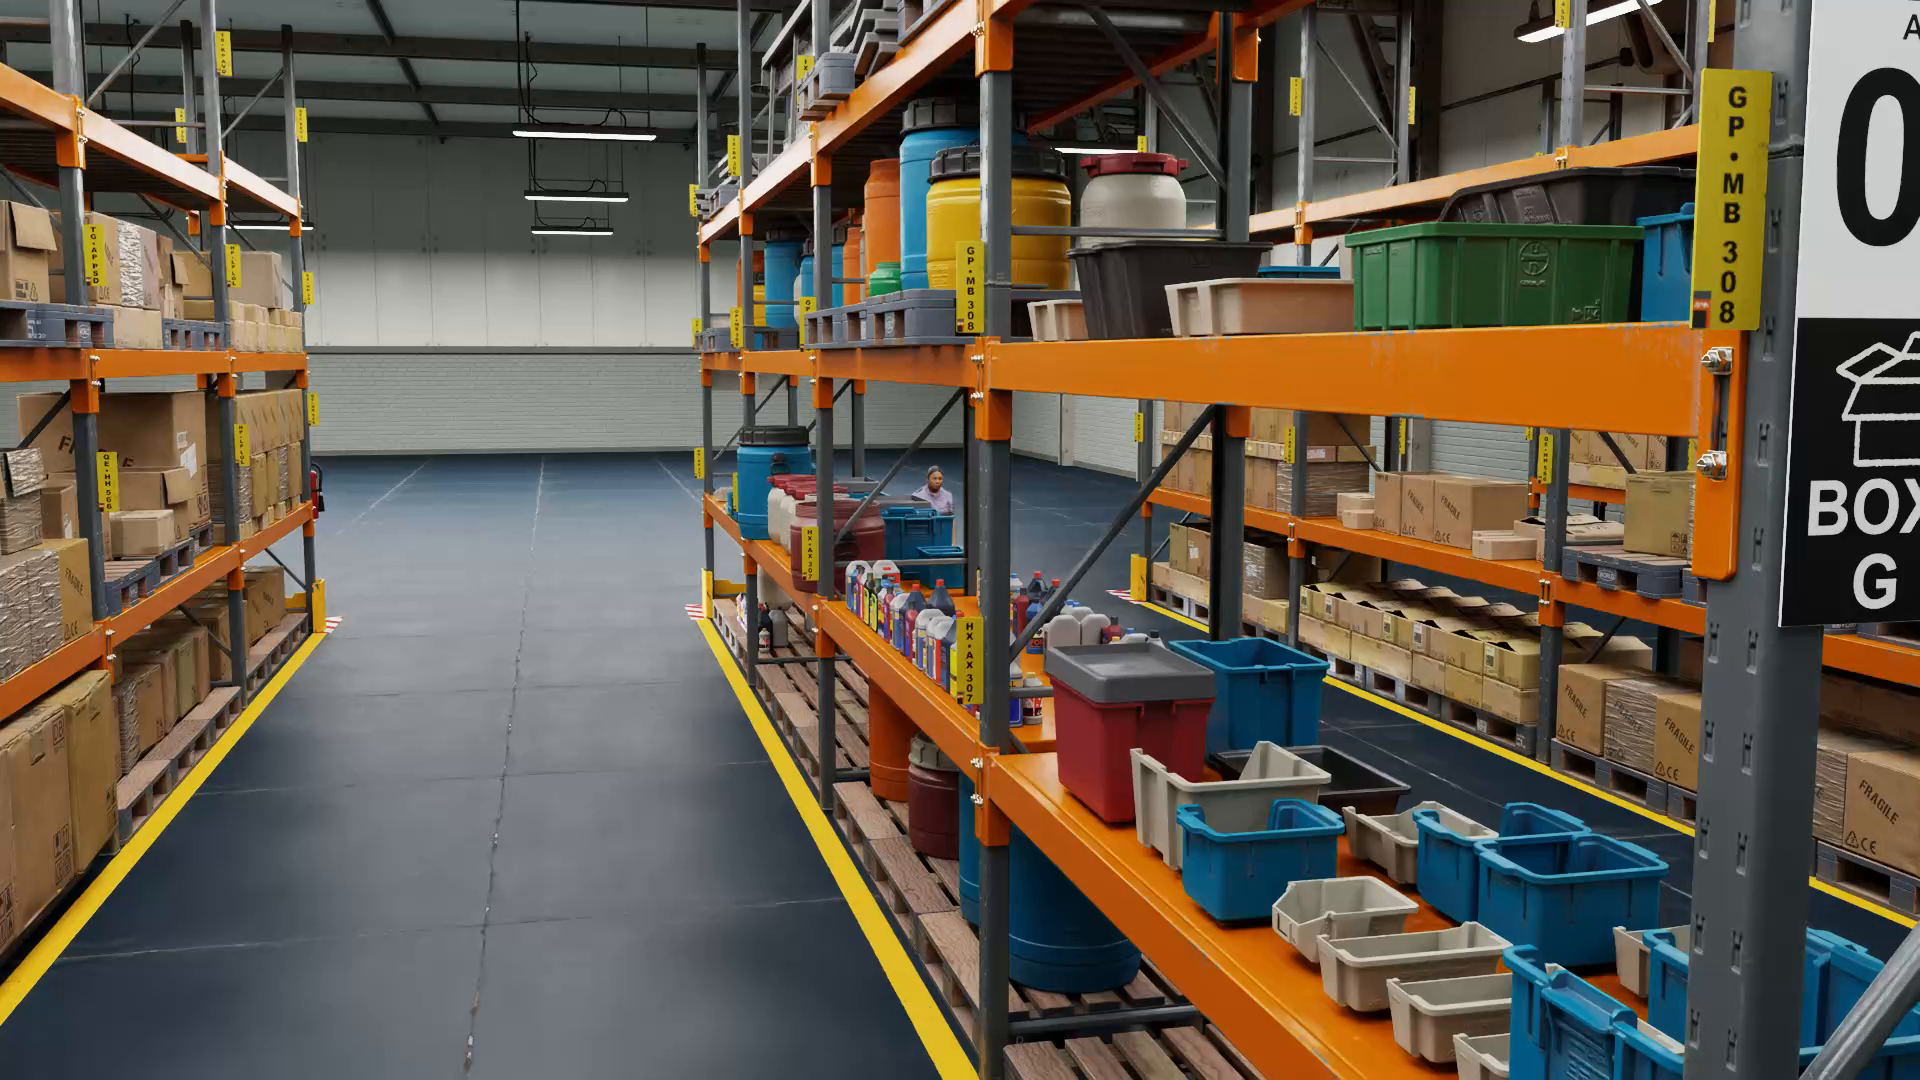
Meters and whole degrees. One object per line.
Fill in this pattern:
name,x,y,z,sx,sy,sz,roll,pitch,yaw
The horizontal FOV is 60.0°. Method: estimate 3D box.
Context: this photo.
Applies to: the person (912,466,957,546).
person,-0.307,0.052,17.245,0.561,1.653,0.365,-2,6,-16
